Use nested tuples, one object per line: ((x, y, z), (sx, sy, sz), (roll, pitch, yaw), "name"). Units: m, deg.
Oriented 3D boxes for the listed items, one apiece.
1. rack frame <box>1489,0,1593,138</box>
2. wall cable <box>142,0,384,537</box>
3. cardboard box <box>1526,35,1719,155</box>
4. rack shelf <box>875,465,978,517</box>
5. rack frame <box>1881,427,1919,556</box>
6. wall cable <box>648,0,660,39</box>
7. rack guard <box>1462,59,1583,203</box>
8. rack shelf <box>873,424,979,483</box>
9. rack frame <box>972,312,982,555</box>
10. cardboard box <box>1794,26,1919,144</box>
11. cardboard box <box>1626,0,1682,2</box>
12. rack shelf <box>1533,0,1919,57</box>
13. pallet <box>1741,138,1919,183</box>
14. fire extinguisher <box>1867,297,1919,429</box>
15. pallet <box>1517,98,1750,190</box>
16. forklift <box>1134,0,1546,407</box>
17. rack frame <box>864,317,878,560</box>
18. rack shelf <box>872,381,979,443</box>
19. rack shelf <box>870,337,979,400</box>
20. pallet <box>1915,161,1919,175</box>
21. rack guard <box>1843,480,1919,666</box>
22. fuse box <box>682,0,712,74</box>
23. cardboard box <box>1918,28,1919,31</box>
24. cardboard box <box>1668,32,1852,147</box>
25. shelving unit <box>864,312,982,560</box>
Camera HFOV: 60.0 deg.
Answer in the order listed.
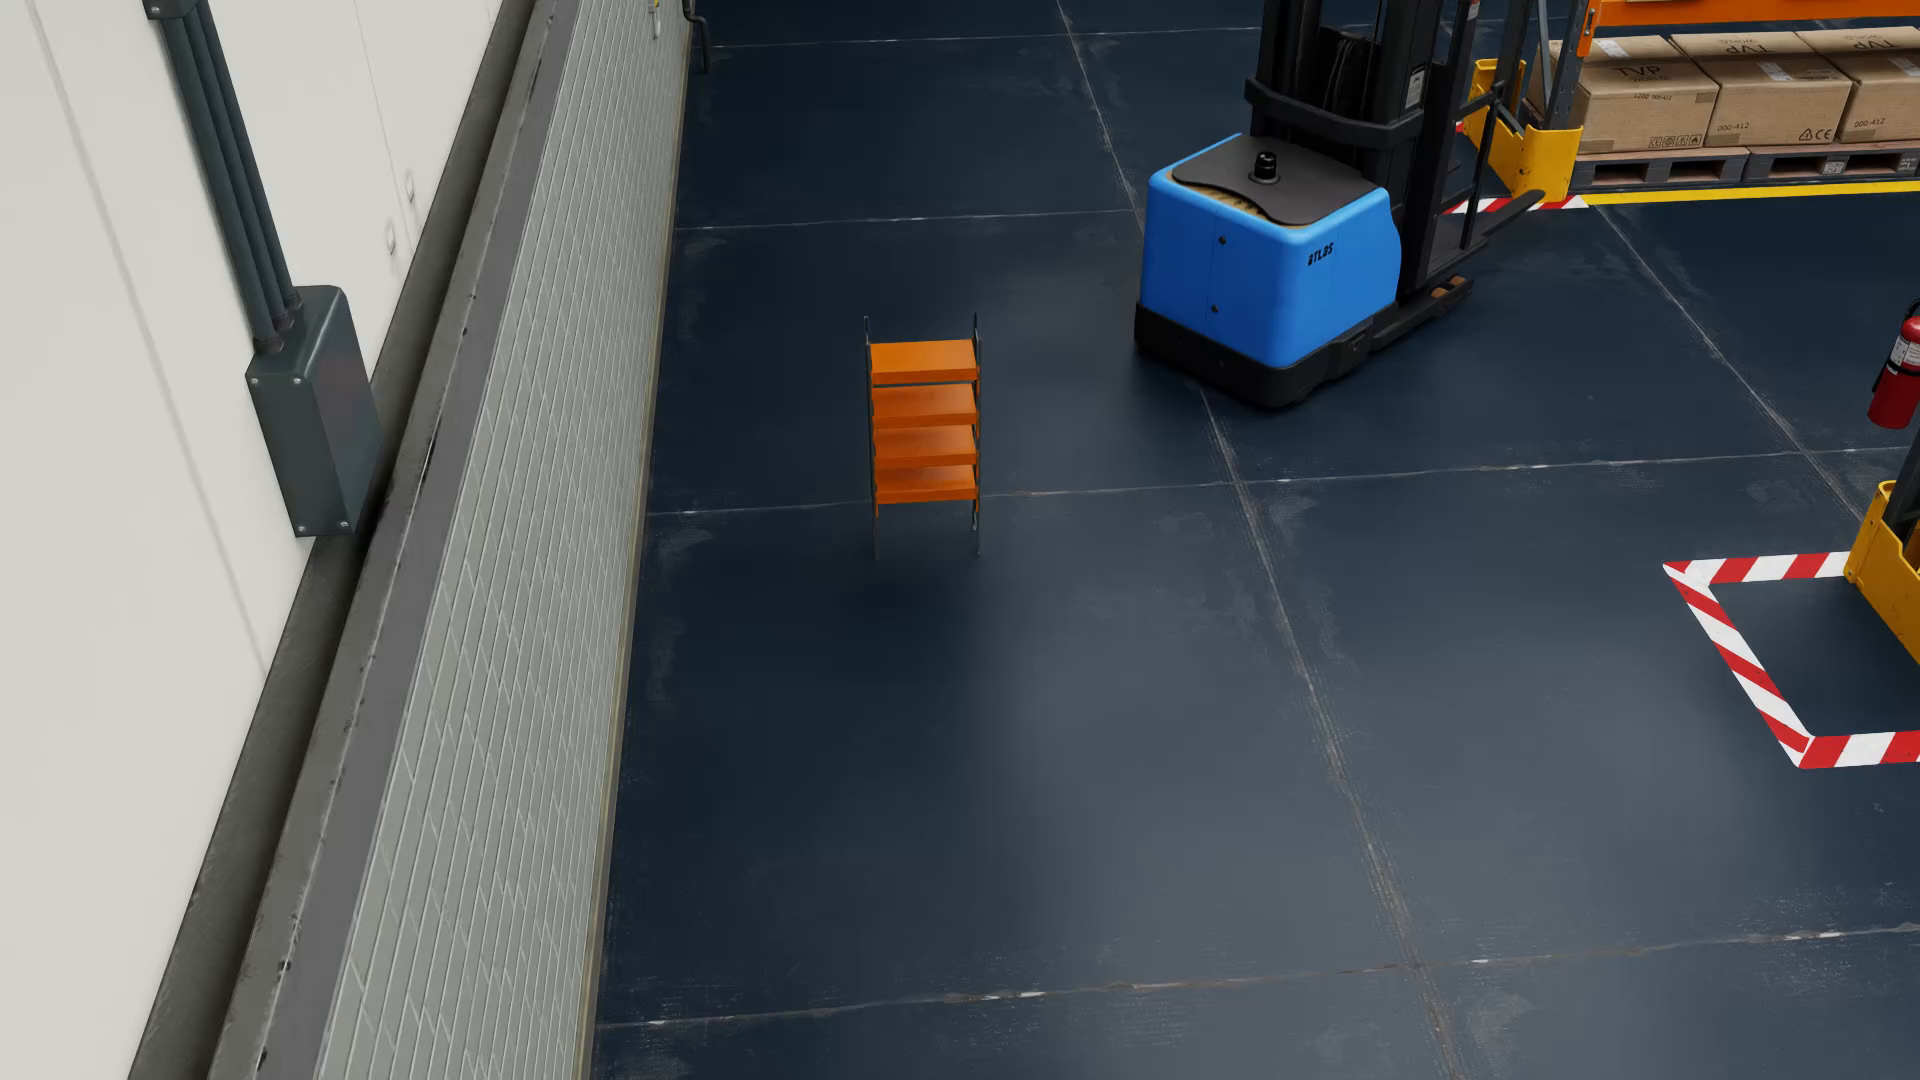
((3.782, -3.744, 10.395), (0.127, 3.000, 1.000), (-3, 38, -4), "rack frame")
((-1.277, -3.064, 2.093), (0.120, 5.999, 2.277), (-3, 38, -4), "wall cable")
((4.431, -3.001, 11.183), (0.875, 0.438, 0.875), (-4, 38, -6), "cardboard box")
((-0.165, -0.253, 7.853), (0.480, 0.148, 0.258), (-3, 38, -4), "rack shelf")
((4.322, -0.695, 6.531), (0.127, 3.000, 1.000), (-3, 38, -4), "rack frame")
((-1.832, -3.831, 9.660), (0.123, 1.953, 0.585), (-3, 38, -4), "wall cable")
((3.759, -2.761, 11.168), (0.348, 0.500, 1.175), (-3, 38, -4), "rack guard")
((-0.165, -0.409, 7.731), (0.480, 0.148, 0.258), (-3, 38, -4), "rack shelf")
((0.078, -0.475, 7.706), (0.015, 1.200, 0.240), (-3, 38, -4), "rack frame")
((6.240, -3.104, 11.314), (0.875, 0.438, 0.875), (-4, 38, -5), "cardboard box")
((4.286, -3.632, 10.173), (0.500, 0.500, 0.500), (-3, 38, -4), "cardboard box")
((5.775, -3.571, 10.757), (4.000, 0.370, 1.077), (-3, 38, -4), "rack shelf")
((5.784, -2.806, 11.458), (1.213, 0.211, 1.003), (-3, 38, -4), "pallet")
((4.030, -0.789, 7.014), (0.183, 0.674, 0.296), (-3, 38, -4), "fire extinguisher")
((4.572, -2.741, 11.376), (1.213, 0.211, 1.003), (-3, 38, -4), "pallet")
((2.387, -2.662, 9.080), (3.031, 2.935, 1.130), (-31, 48, -33), "forklift")
((-0.408, -0.449, 7.672), (0.015, 1.200, 0.240), (-3, 38, -4), "rack frame")
((-0.165, -0.585, 7.592), (0.480, 0.148, 0.258), (-3, 38, -4), "rack shelf")
((-0.165, -0.770, 7.445), (0.480, 0.148, 0.258), (-3, 38, -4), "rack shelf")
((7.002, -2.875, 11.545), (1.213, 0.211, 1.003), (-3, 38, -4), "pallet")
((4.397, 0.282, 7.311), (0.348, 0.500, 1.175), (-3, 38, -4), "rack guard")
((-1.873, -4.218, 12.037), (0.414, 1.711, 0.539), (-3, 38, -4), "fuse box")
((7.132, -3.154, 11.377), (0.875, 0.438, 0.875), (-4, 38, -5), "cardboard box")
((5.342, -3.056, 11.253), (0.875, 0.438, 0.875), (-2, 38, -3), "cardboard box")
((-0.165, -0.462, 7.689), (0.503, 1.200, 0.258), (-3, 38, -4), "shelving unit")
